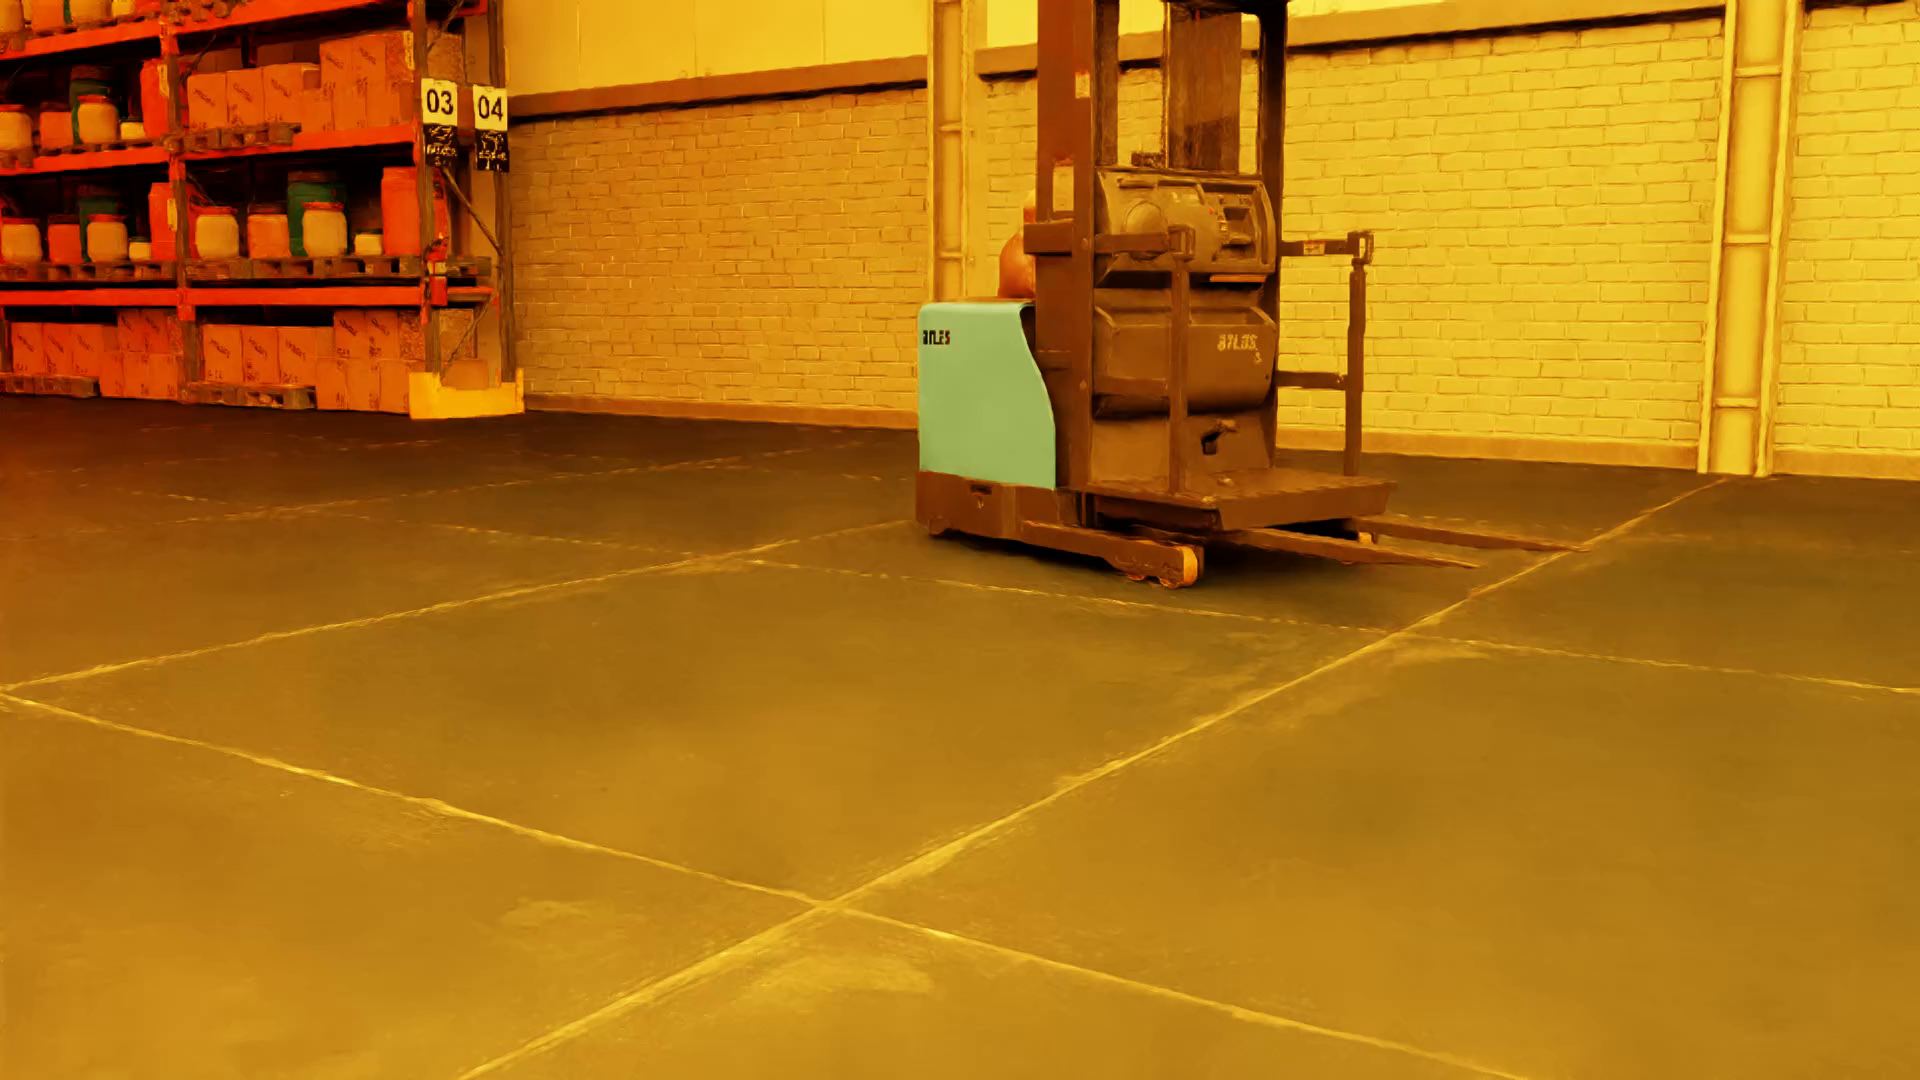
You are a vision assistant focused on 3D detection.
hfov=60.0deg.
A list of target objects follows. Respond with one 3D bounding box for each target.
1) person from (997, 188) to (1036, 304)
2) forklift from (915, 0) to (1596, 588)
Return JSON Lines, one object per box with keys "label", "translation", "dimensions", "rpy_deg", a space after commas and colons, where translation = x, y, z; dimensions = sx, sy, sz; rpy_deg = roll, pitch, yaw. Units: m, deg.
{"label": "person", "translation": [0.564, -0.874, 7.506], "dimensions": [0.798, 1.414, 0.868], "rpy_deg": [0, 8, -1]}
{"label": "forklift", "translation": [1.065, -1.345, 6.651], "dimensions": [1.130, 2.935, 3.031], "rpy_deg": [-6, 10, -36]}
